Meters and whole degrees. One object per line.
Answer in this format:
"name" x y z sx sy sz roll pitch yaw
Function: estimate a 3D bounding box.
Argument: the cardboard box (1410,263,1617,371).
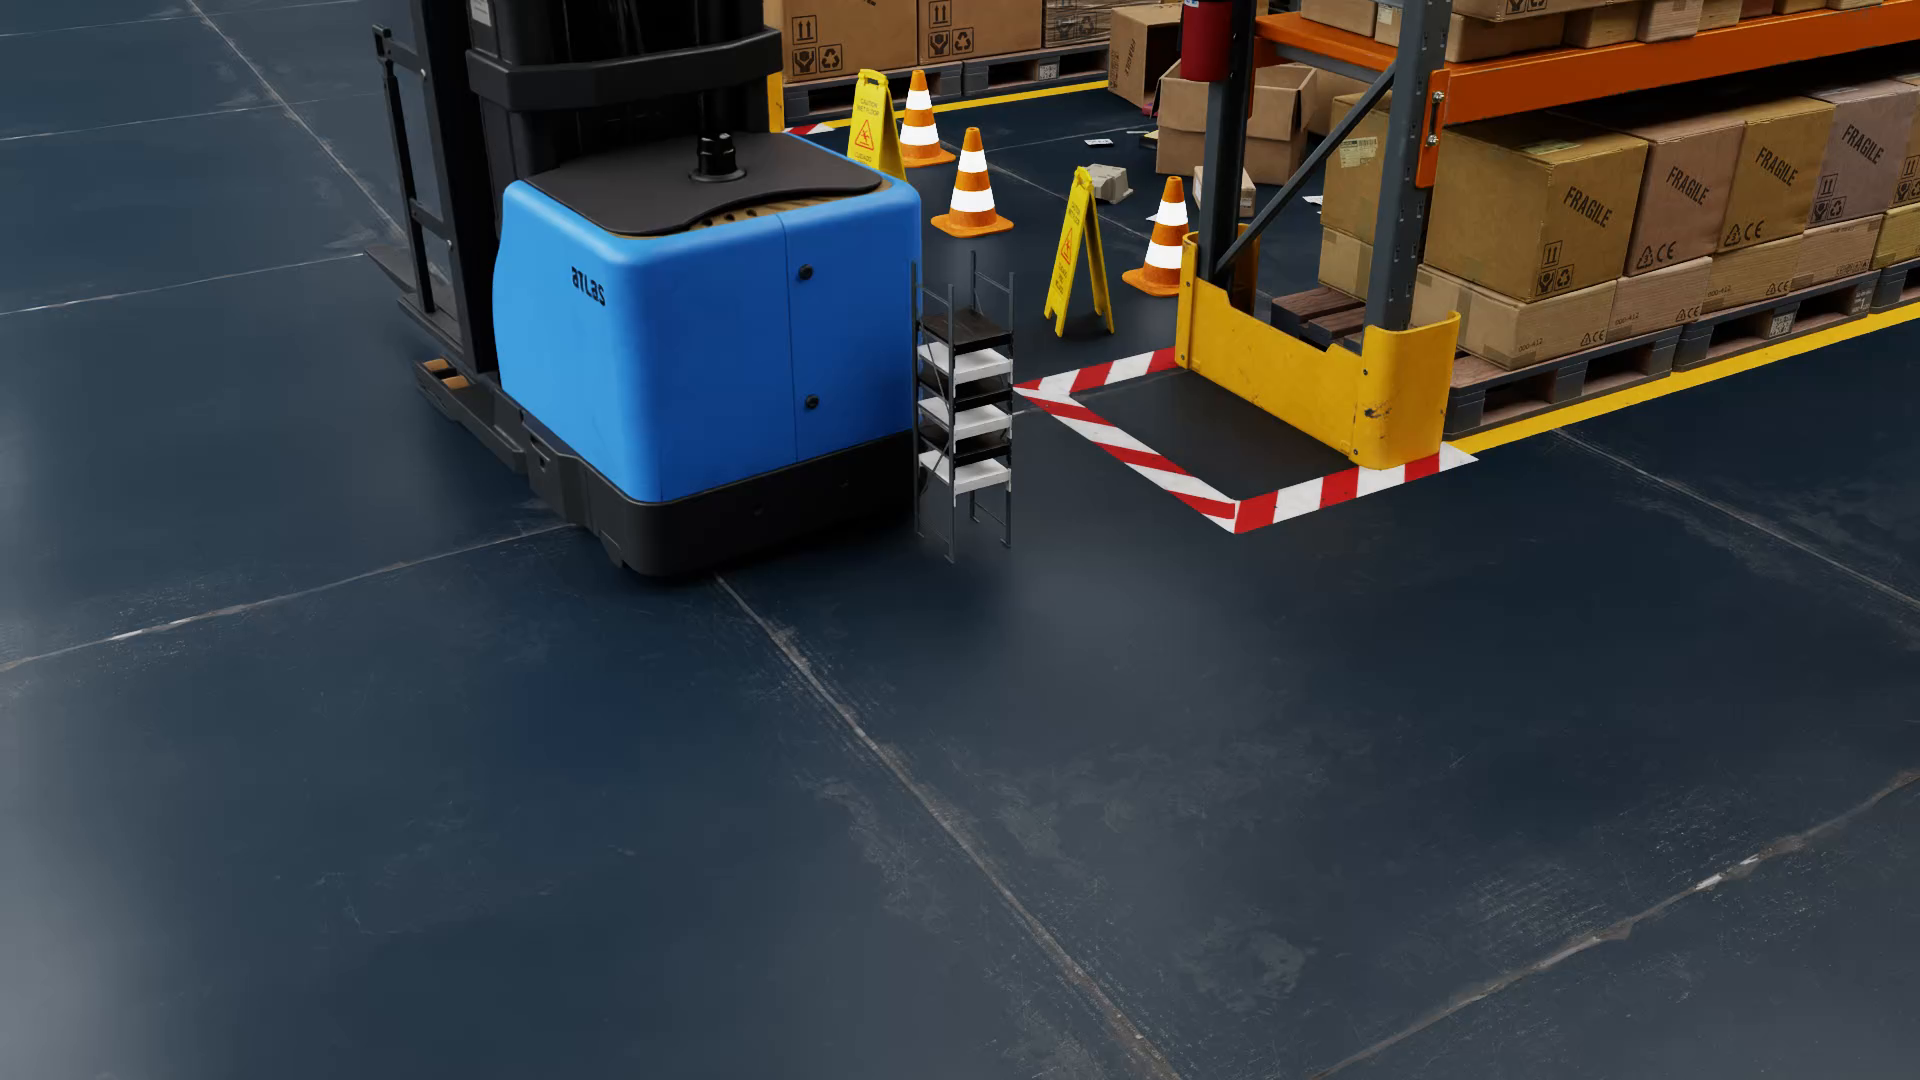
"cardboard box" 2.032 -0.870 6.133 0.500 0.250 0.500 -16 33 -27

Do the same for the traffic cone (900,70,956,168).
"traffic cone" -0.221 -2.273 8.889 0.334 0.463 0.336 -16 33 -26

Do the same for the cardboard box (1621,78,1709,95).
"cardboard box" 2.642 -1.670 6.807 0.500 0.500 0.500 -17 33 -27

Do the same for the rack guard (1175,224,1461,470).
"rack guard" 1.262 -0.732 6.059 0.348 0.500 1.175 -16 33 -26

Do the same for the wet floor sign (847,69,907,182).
"wet floor sign" -0.420 -1.982 8.174 0.232 0.644 0.267 -22 36 -35

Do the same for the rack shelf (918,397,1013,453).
"rack shelf" 0.007 -0.367 5.052 0.200 0.077 0.258 -16 33 -26

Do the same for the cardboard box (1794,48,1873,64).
"cardboard box" 3.544 -1.927 7.273 0.500 0.500 0.500 -14 32 -24

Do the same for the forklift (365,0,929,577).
"forklift" -1.367 -1.833 5.538 1.130 2.935 3.031 -19 34 -31

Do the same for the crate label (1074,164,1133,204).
"crate label" 0.704 -1.794 8.360 0.250 0.136 0.298 15 32 26

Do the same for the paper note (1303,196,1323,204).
"paper note" 1.811 -1.709 8.326 0.142 0.019 0.148 -5 29 -9

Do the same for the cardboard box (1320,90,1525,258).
"cardboard box" 1.755 -1.421 6.355 0.500 0.500 0.500 -16 33 -26

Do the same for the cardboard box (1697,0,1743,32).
"cardboard box" 2.522 -1.914 5.873 0.250 0.149 0.380 -15 32 -25

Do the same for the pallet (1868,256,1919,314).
"pallet" 4.084 -1.387 7.544 1.213 0.211 1.003 -16 33 -26

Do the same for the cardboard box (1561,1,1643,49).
"cardboard box" 2.074 -1.793 5.655 0.250 0.149 0.380 -17 33 -28

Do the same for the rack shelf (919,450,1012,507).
"rack shelf" 0.007 -0.209 5.139 0.200 0.077 0.258 -16 33 -26

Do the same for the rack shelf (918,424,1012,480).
"rack shelf" 0.007 -0.288 5.096 0.200 0.077 0.258 -16 33 -26

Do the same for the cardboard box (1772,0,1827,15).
"cardboard box" 2.962 -2.056 6.130 0.250 0.149 0.380 -17 33 -28

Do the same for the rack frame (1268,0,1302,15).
"rack frame" 2.050 -4.824 10.887 0.127 3.000 1.000 -16 33 -26

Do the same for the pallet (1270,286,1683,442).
"pallet" 1.980 -0.789 6.462 1.213 0.211 1.003 -16 33 -26

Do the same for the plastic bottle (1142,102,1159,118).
"plastic bottle" 1.219 -2.504 9.724 0.283 0.061 0.133 22 36 34

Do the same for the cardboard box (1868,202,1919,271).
"cardboard box" 3.817 -1.375 7.049 0.500 0.250 0.500 -17 33 -28

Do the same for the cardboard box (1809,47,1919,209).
"cardboard box" 3.833 -1.713 6.885 0.500 0.500 0.500 -15 32 -25

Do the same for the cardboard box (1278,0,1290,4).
"cardboard box" 2.540 -4.212 11.672 0.750 0.750 1.050 -16 33 -27

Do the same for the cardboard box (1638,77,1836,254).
"cardboard box" 2.937 -1.453 6.414 0.500 0.500 0.500 -15 32 -25

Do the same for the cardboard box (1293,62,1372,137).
"cardboard box" 2.230 -2.491 9.102 0.503 0.637 0.797 -16 33 -26

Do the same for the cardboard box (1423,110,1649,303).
"cardboard box" 2.052 -1.204 5.963 0.500 0.500 0.500 -17 33 -28

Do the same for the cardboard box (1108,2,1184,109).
"cardboard box" 1.232 -2.923 10.027 0.500 0.500 0.500 -10 30 -18

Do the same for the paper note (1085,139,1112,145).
"paper note" 0.778 -2.211 9.226 0.142 0.017 0.144 -5 29 -9

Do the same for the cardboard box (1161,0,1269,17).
"cardboard box" 1.472 -3.953 11.073 0.875 0.875 0.875 -15 32 -26

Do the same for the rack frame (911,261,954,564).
"rack frame" -0.081 -0.371 4.991 0.006 0.900 0.240 -16 33 -26

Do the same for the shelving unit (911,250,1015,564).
"shelving unit" 0.007 -0.396 5.036 0.210 0.900 0.258 -16 33 -26

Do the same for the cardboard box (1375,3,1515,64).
"cardboard box" 1.594 -1.694 5.476 0.250 0.149 0.380 -16 33 -26

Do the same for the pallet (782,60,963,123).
"pallet" -0.749 -2.852 10.200 1.213 0.211 1.003 -16 33 -26

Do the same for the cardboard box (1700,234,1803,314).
"cardboard box" 2.940 -1.130 6.605 0.500 0.250 0.500 -14 32 -23

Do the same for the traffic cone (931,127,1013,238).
"traffic cone" 0.058 -1.719 7.885 0.334 0.463 0.336 -16 33 -26

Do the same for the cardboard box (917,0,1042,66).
"cardboard box" -0.090 -3.508 10.267 0.875 0.875 0.875 -16 33 -27

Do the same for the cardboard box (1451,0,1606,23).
"cardboard box" 1.745 -1.982 5.326 0.500 0.500 0.500 -16 33 -27
